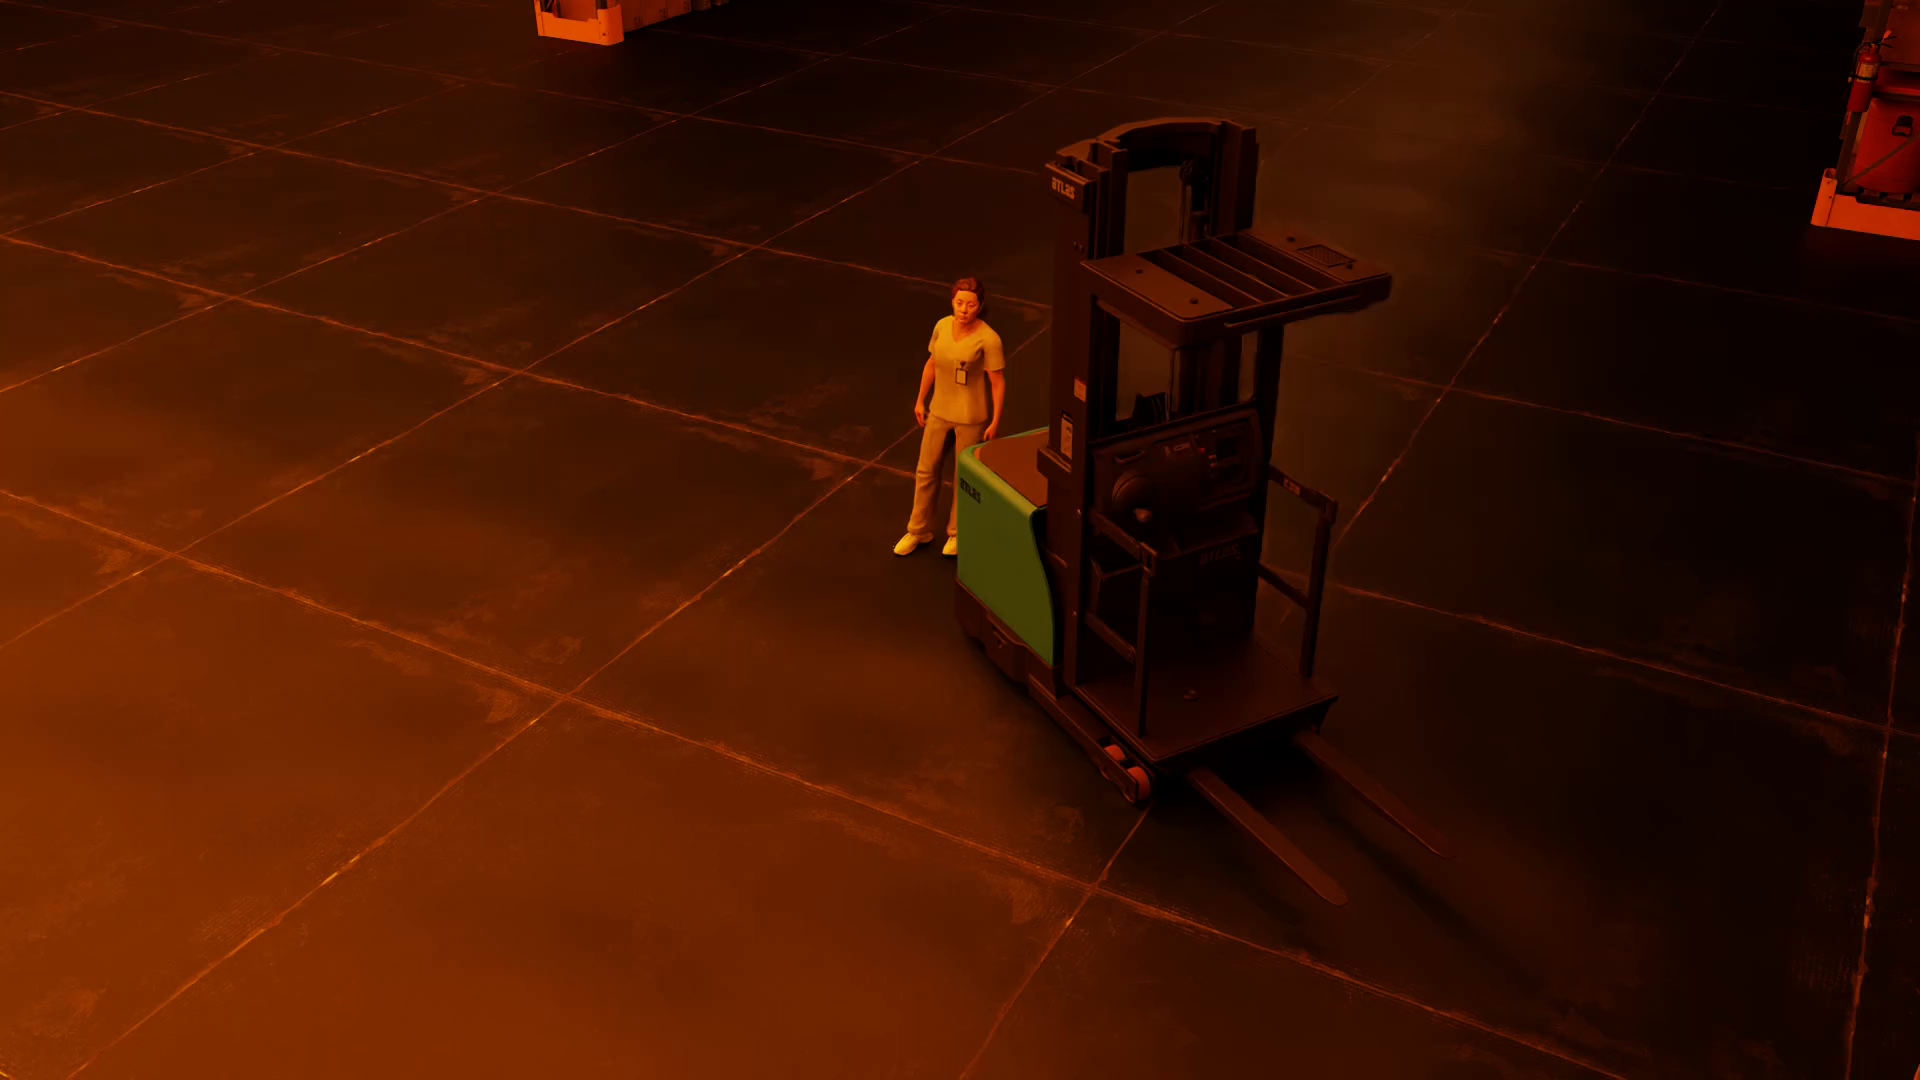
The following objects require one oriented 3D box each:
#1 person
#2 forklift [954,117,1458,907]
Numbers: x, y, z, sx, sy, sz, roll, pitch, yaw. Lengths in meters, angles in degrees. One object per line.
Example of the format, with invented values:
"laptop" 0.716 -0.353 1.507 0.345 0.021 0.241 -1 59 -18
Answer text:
"person" -0.035 -0.682 9.507 0.571 1.675 0.521 15 33 24
"forklift" 1.127 -0.293 7.578 1.130 2.935 3.031 -16 33 -25
